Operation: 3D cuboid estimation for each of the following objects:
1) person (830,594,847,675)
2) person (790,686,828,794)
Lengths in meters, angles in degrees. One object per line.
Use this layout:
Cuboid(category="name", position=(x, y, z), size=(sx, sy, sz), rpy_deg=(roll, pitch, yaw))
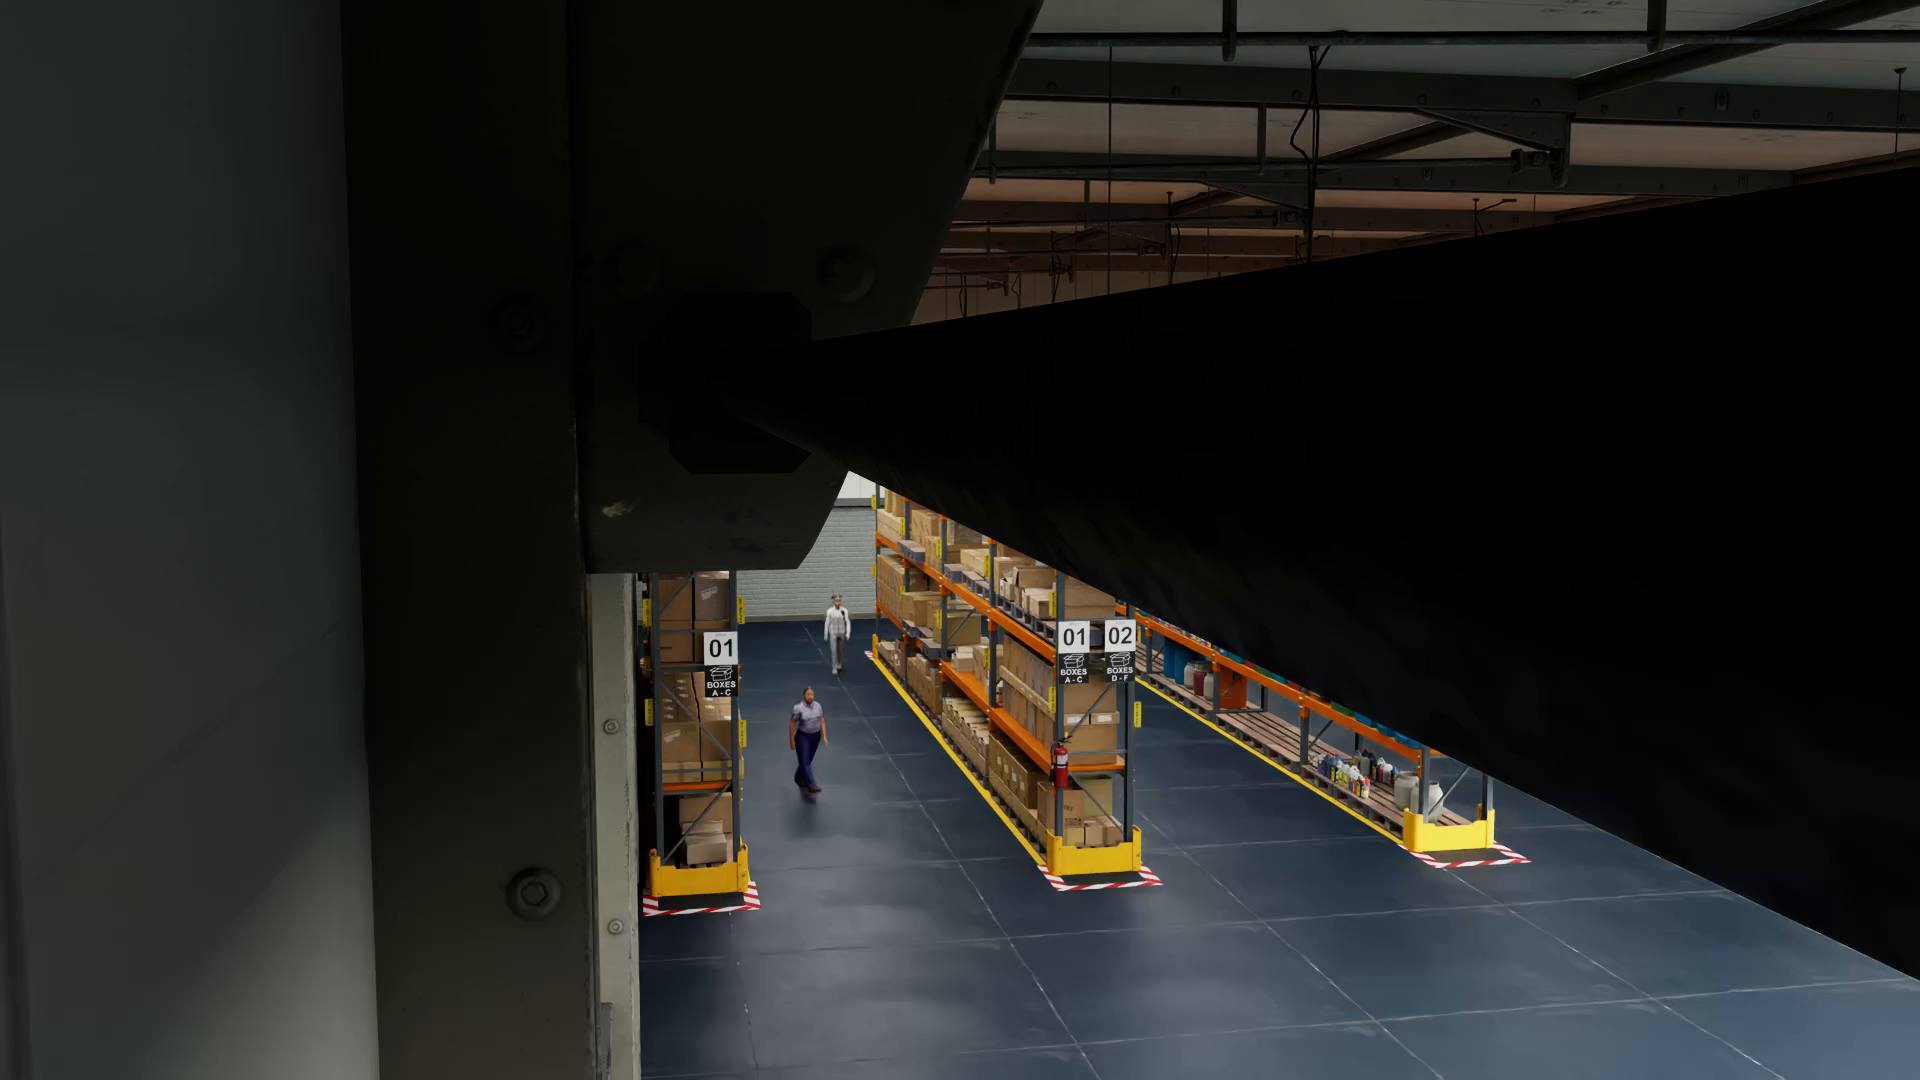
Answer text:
Cuboid(category="person", position=(-2.534, 1.940, 34.603), size=(0.410, 1.624, 1.022), rpy_deg=(-1, 6, -14))
Cuboid(category="person", position=(-2.241, 2.980, 24.813), size=(0.529, 1.572, 1.052), rpy_deg=(-5, 8, -41))
